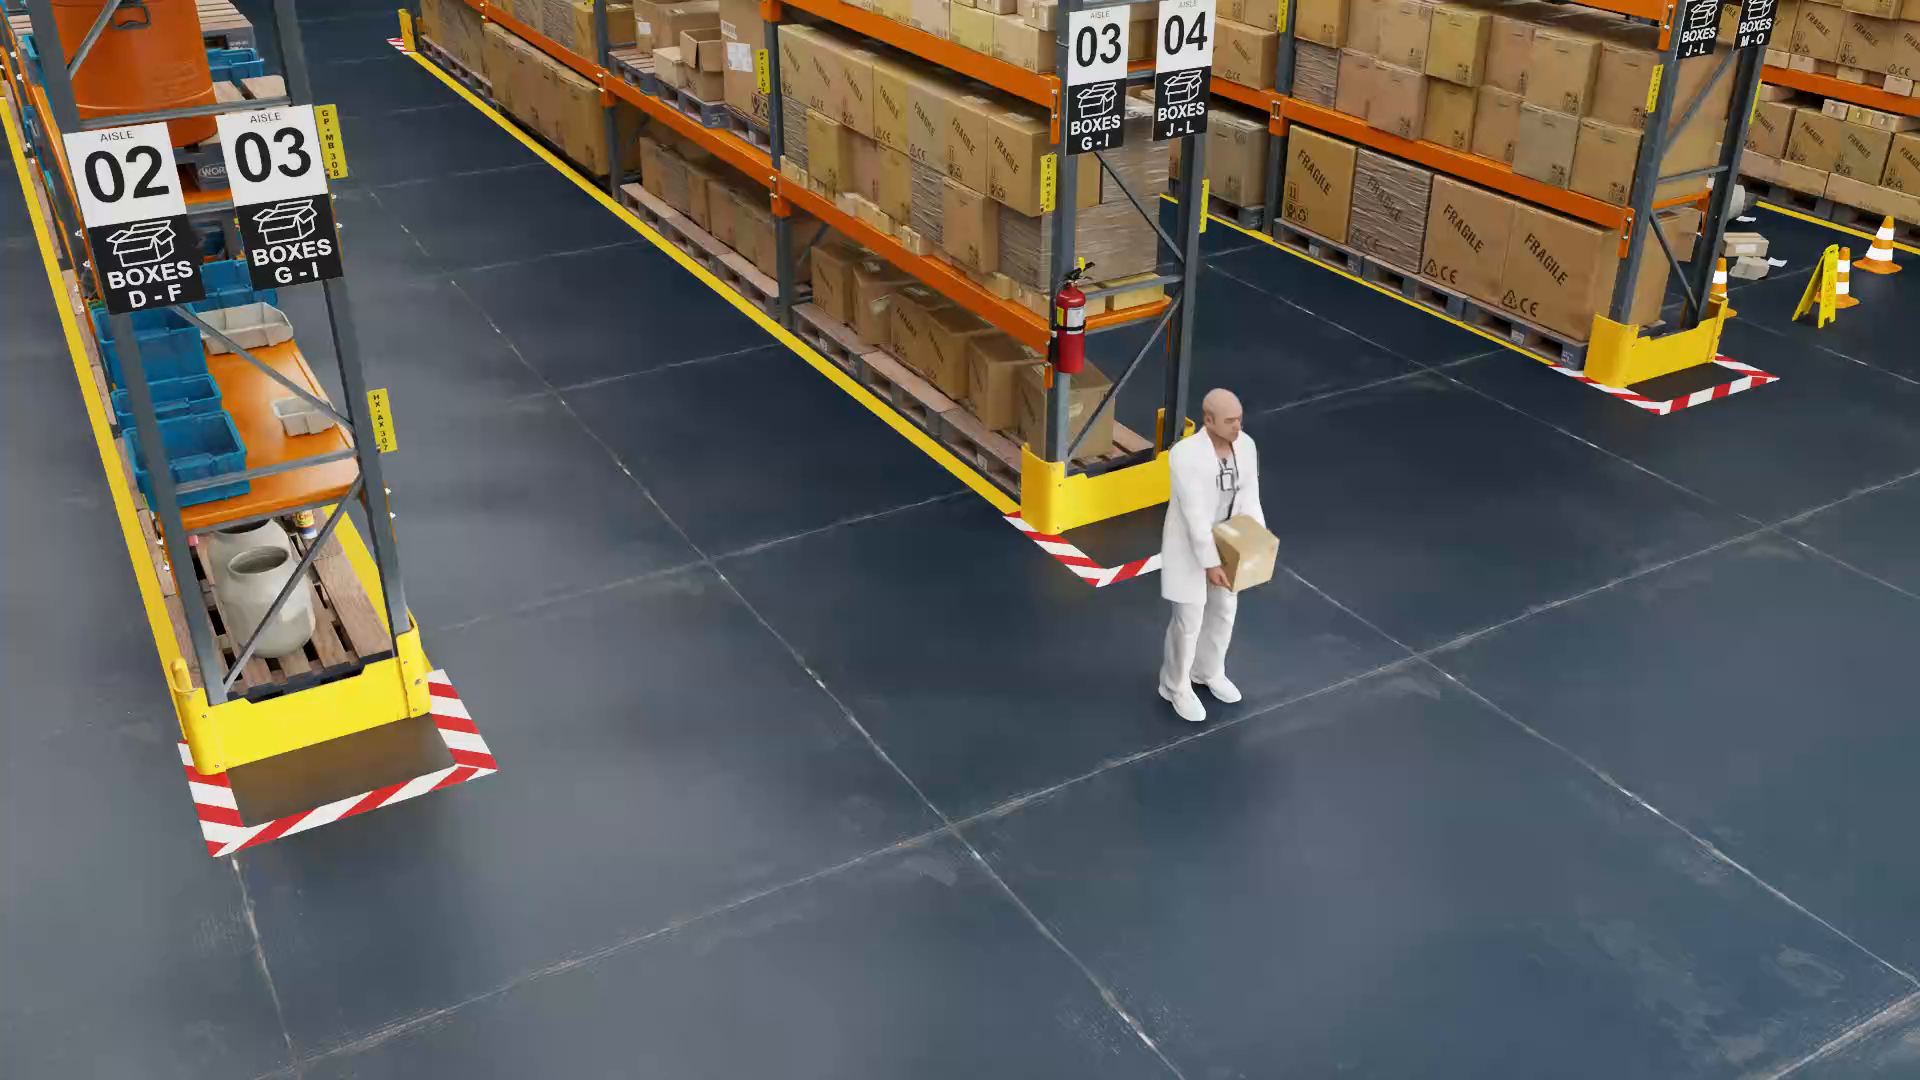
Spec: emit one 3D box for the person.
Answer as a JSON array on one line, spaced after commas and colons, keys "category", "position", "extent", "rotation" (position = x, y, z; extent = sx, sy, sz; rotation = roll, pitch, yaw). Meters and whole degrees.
[{"category": "person", "position": [1.294, 0.084, 8.439], "extent": [0.526, 1.778, 0.566], "rotation": [-16, 33, -27]}]
